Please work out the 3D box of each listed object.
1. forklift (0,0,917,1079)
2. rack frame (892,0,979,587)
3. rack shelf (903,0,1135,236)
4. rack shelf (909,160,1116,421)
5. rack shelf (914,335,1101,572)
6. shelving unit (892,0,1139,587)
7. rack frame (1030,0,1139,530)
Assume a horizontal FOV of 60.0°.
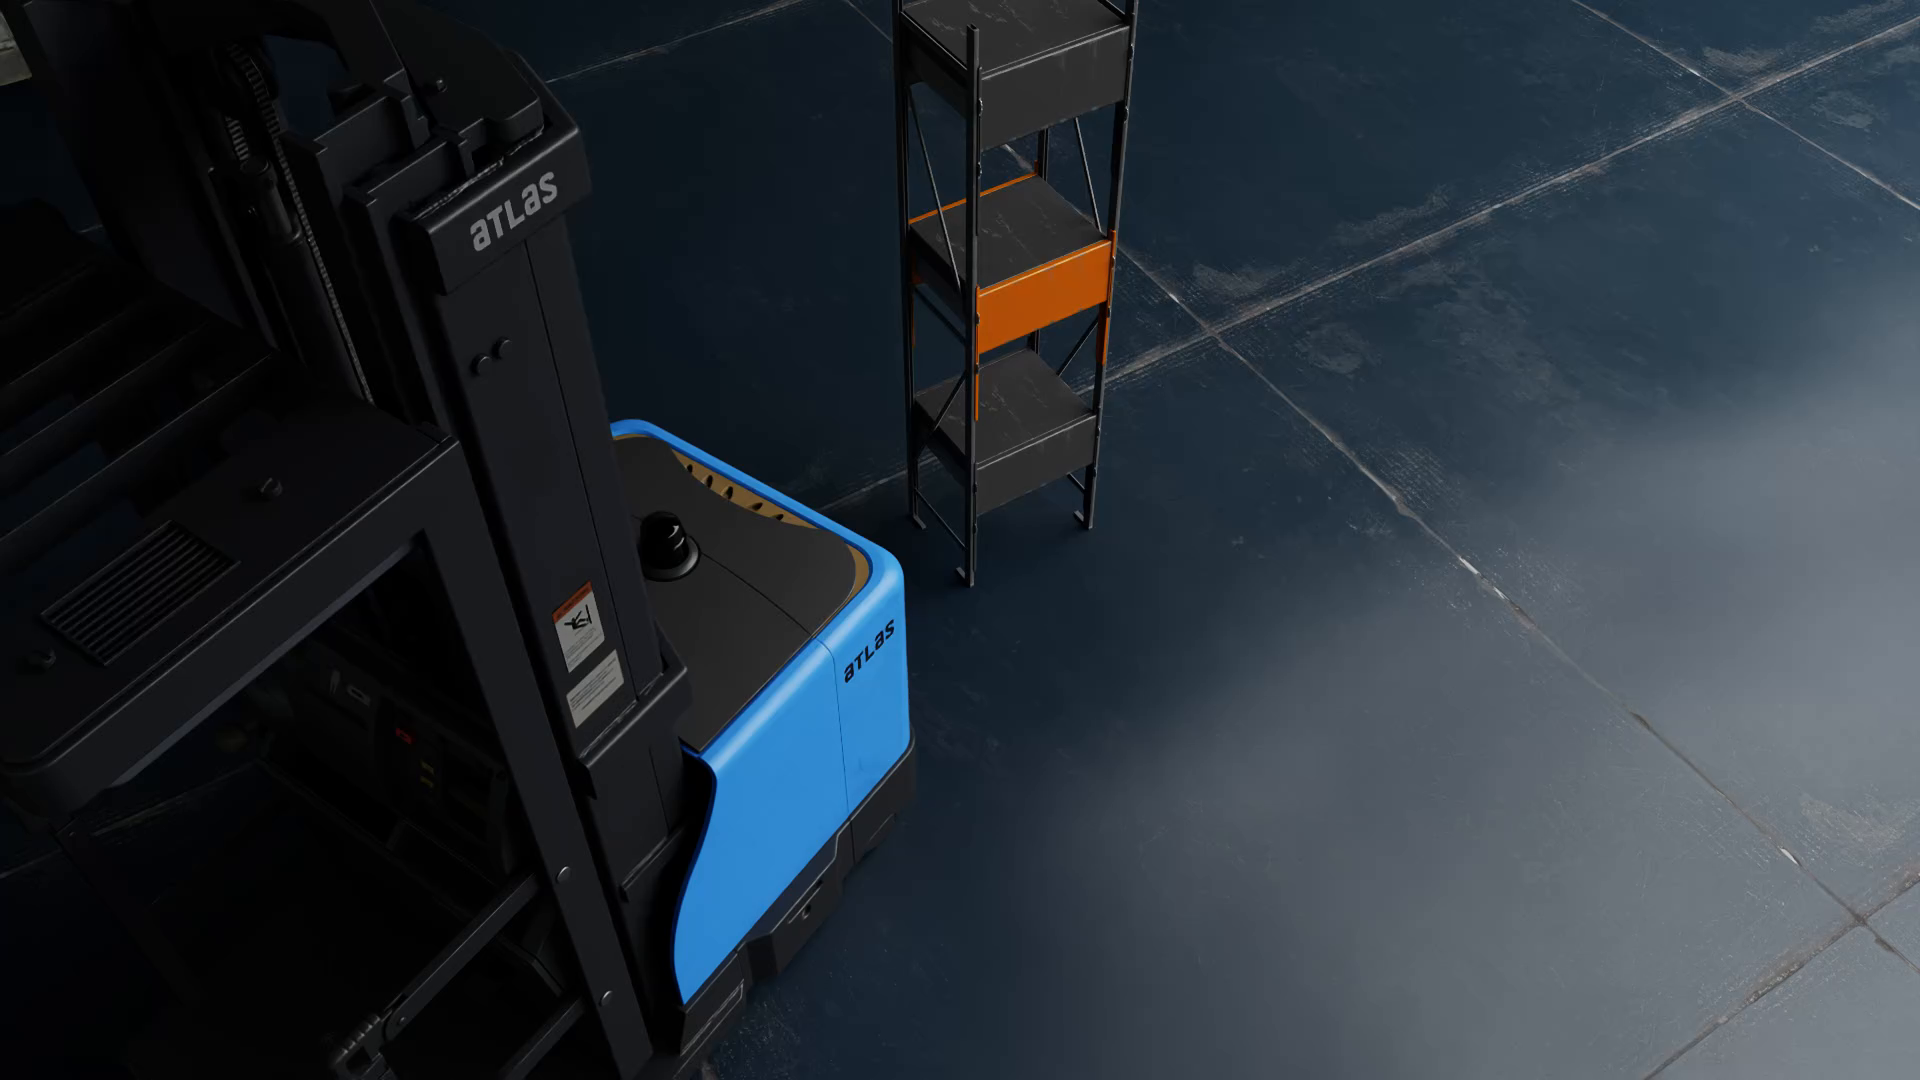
[{"bbox_3d":[-1.388,0.485,3.356,1.130,2.935,3.031,28,54,22],"label":"forklift"},{"bbox_3d":[-0.066,-0.667,4.938,0.015,2.100,0.400,-25,53,-21],"label":"rack frame"},{"bbox_3d":[0.140,-1.221,4.512,0.480,0.518,0.431,-25,53,-21],"label":"rack shelf"},{"bbox_3d":[0.140,-0.755,5.035,0.480,0.518,0.431,-25,53,-21],"label":"rack shelf"},{"bbox_3d":[0.140,-0.290,5.558,0.480,0.518,0.431,-25,53,-21],"label":"rack shelf"},{"bbox_3d":[0.140,-0.764,5.025,0.503,2.100,0.431,-25,53,-21],"label":"shelving unit"},{"bbox_3d":[0.346,-0.861,5.111,0.015,2.100,0.400,-25,53,-21],"label":"rack frame"}]
